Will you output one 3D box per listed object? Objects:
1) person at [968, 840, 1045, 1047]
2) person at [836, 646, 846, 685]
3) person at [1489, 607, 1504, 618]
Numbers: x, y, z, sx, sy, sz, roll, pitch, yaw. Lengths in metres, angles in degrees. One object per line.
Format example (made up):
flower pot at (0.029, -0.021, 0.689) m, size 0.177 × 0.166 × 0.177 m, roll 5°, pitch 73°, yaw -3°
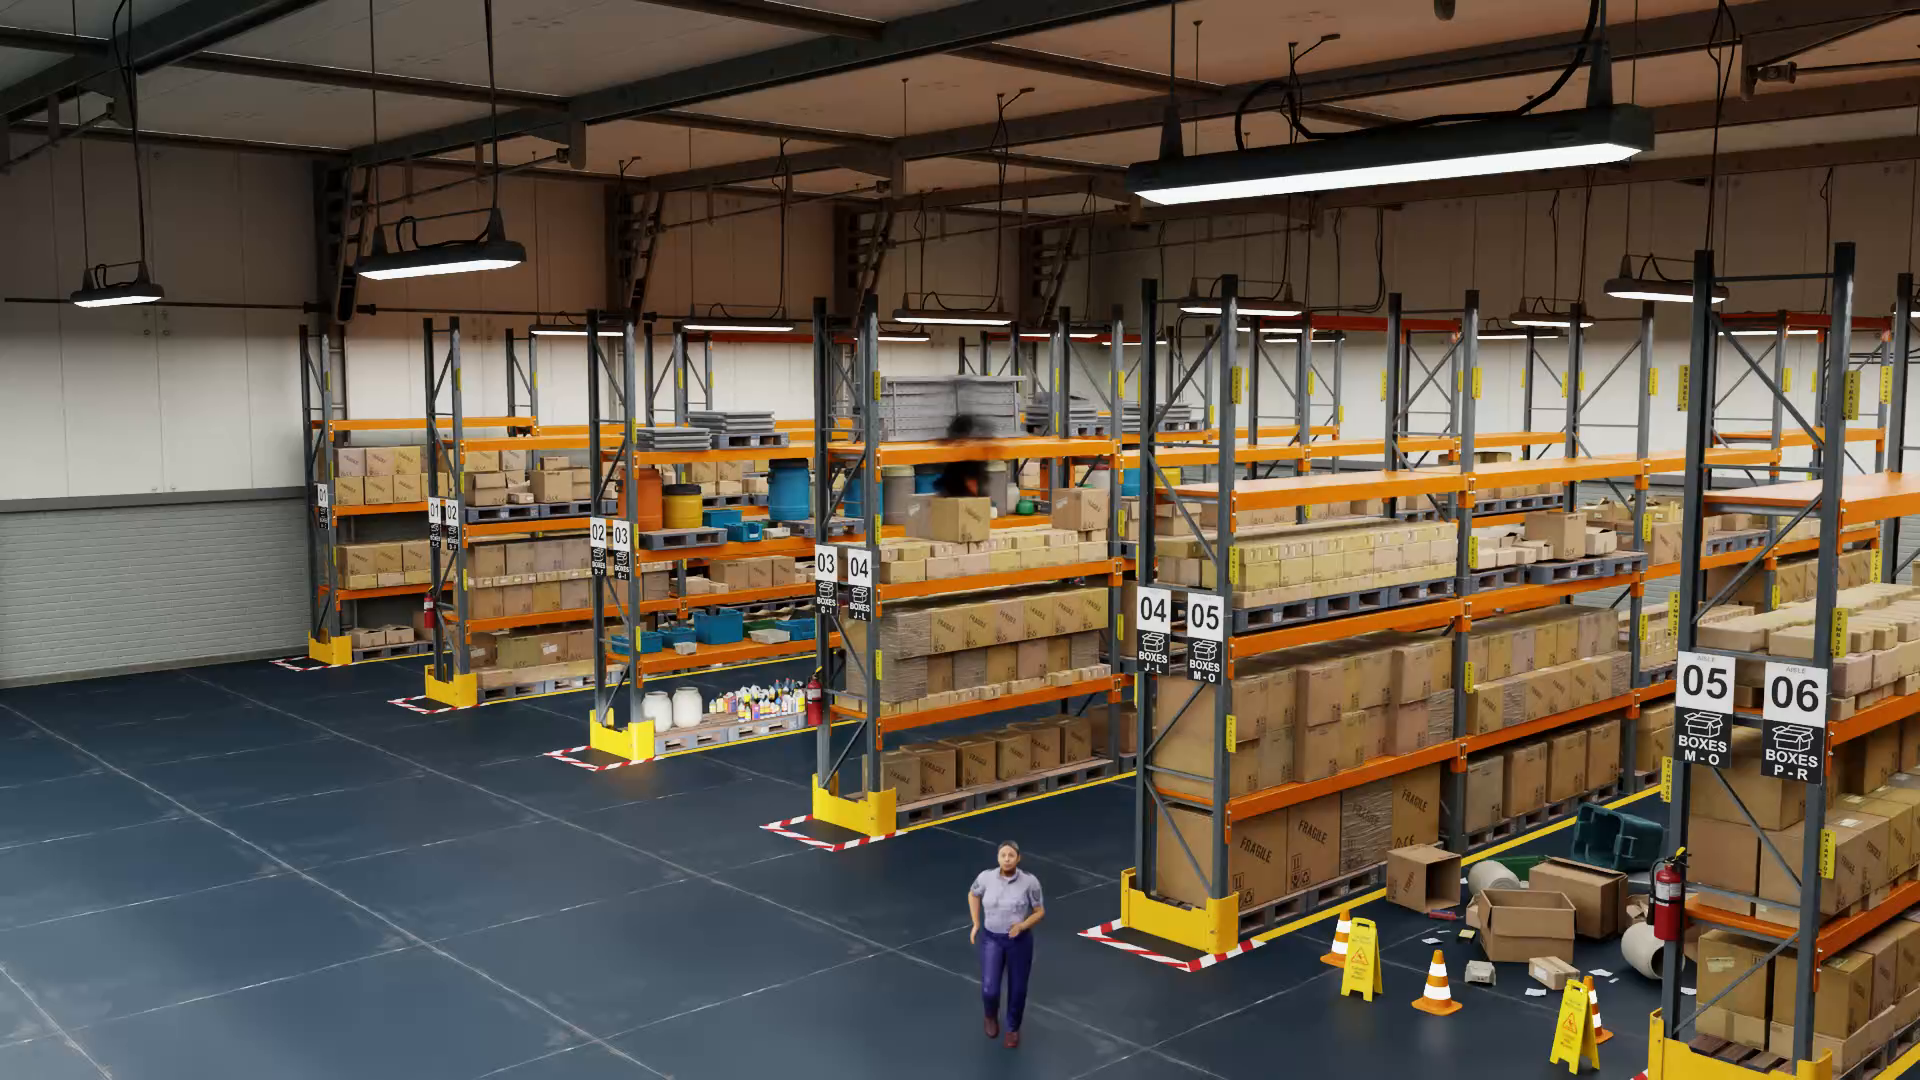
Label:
person at (0.346, 3.088, 12.649) m, size 0.597 × 1.609 × 0.578 m, roll 0°, pitch 6°, yaw 4°
person at (-1.758, 1.537, 27.503) m, size 0.625 × 1.741 × 0.716 m, roll 4°, pitch 7°, yaw 35°
person at (8.118, 1.783, 25.210) m, size 0.612 × 1.645 × 0.916 m, roll 5°, pitch 8°, yaw 42°
